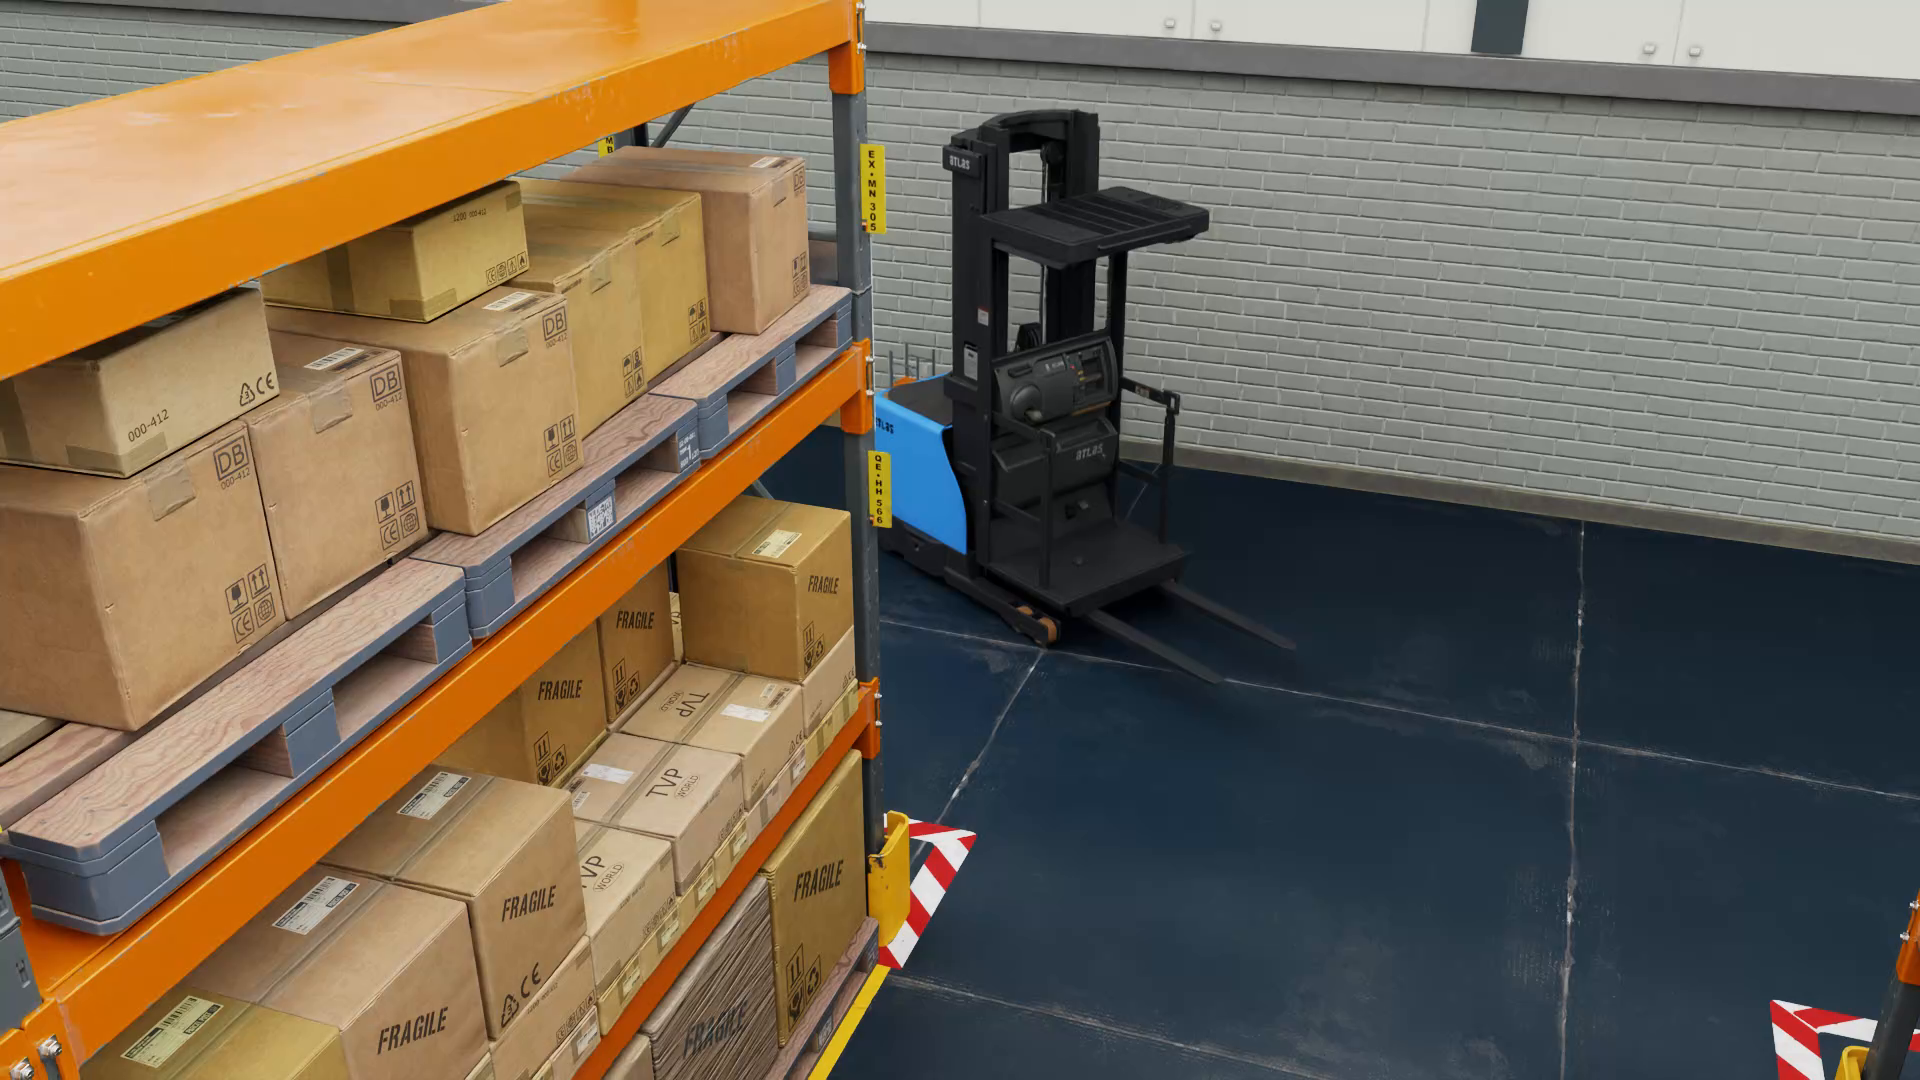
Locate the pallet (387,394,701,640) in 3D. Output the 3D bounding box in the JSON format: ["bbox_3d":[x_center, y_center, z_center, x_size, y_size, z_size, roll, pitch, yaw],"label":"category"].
[{"bbox_3d":[-1.470,-0.158,4.794,1.003,0.211,1.213,9,27,17],"label":"pallet"}]

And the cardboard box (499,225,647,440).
[{"bbox_3d":[-1.378,-0.632,4.959,0.700,0.500,0.500,7,27,14],"label":"cardboard box"}]

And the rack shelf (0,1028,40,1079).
[{"bbox_3d":[-2.825,1.782,1.511,1.077,0.370,4.000,9,27,17],"label":"rack shelf"}]

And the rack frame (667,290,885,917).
[{"bbox_3d":[-0.828,0.343,7.100,1.000,3.000,0.127,9,27,17],"label":"rack frame"}]

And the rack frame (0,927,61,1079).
[{"bbox_3d":[-2.160,1.987,3.705,1.000,3.000,0.127,9,27,17],"label":"rack frame"}]

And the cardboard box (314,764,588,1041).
[{"bbox_3d":[-1.419,1.007,4.698,0.500,0.500,0.500,8,27,16],"label":"cardboard box"}]

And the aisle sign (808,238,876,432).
[{"bbox_3d":[-0.522,-0.813,6.505,0.394,0.787,0.004,9,27,17],"label":"aisle sign"}]

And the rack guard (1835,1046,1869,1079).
[{"bbox_3d":[3.790,2.260,6.009,1.175,0.500,0.348,9,27,17],"label":"rack guard"}]

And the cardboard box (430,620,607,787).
[{"bbox_3d":[-1.576,0.516,5.712,0.500,0.500,0.500,8,27,16],"label":"cardboard box"}]

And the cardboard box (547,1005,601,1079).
[{"bbox_3d":[-1.317,1.494,5.011,0.380,0.149,0.250,9,27,18],"label":"cardboard box"}]

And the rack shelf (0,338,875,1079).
[{"bbox_3d":[-1.494,0.138,4.906,1.077,0.370,4.000,9,27,17],"label":"rack shelf"}]

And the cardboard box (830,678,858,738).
[{"bbox_3d":[-0.636,0.650,6.754,0.380,0.149,0.250,9,27,18],"label":"cardboard box"}]

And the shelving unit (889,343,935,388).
[{"bbox_3d":[-0.320,-0.733,11.386,0.258,1.200,0.189,16,30,30],"label":"shelving unit"}]

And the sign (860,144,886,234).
[{"bbox_3d":[-0.321,-1.286,6.096,0.100,0.325,0.005,9,27,17],"label":"sign"}]

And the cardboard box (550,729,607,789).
[{"bbox_3d":[-1.580,0.855,5.873,0.500,0.250,0.500,8,27,16],"label":"cardboard box"}]

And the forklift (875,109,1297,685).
[{"bbox_3d":[0.716,-0.933,9.813,1.130,2.935,3.031,-19,32,-34],"label":"forklift"}]

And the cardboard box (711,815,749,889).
[{"bbox_3d":[-0.975,1.070,5.887,0.380,0.149,0.250,8,27,16],"label":"cardboard box"}]

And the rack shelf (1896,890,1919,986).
[{"bbox_3d":[3.150,2.249,3.988,1.077,0.370,4.000,9,27,17],"label":"rack shelf"}]

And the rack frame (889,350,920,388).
[{"bbox_3d":[-0.370,-0.699,11.318,0.240,1.200,0.006,16,30,30],"label":"rack frame"}]

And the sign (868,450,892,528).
[{"bbox_3d":[-0.321,-0.201,6.622,0.100,0.325,0.005,9,27,17],"label":"sign"}]

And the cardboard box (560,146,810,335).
[{"bbox_3d":[-0.951,-1.065,5.854,0.700,0.500,0.500,7,27,14],"label":"cardboard box"}]

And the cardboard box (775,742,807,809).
[{"bbox_3d":[-0.806,0.860,6.319,0.380,0.149,0.250,9,27,18],"label":"cardboard box"}]

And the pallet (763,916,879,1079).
[{"bbox_3d":[-1.021,1.938,7.006,1.003,0.211,1.213,9,27,17],"label":"pallet"}]

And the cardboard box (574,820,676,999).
[{"bbox_3d":[-1.247,1.146,5.271,0.500,0.250,0.500,9,27,18],"label":"cardboard box"}]

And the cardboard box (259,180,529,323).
[{"bbox_3d":[-1.510,-0.795,4.436,0.500,0.250,0.500,8,27,16],"label":"cardboard box"}]

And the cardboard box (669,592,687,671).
[{"bbox_3d":[-1.243,0.434,6.741,0.500,0.250,0.500,8,27,16],"label":"cardboard box"}]

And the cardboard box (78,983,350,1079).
[{"bbox_3d":[-1.759,1.423,3.839,0.500,0.500,0.500,9,27,17],"label":"cardboard box"}]

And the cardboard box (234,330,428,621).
[{"bbox_3d":[-1.773,-0.193,4.054,0.700,0.500,0.500,10,28,20],"label":"cardboard box"}]

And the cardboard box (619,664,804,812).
[{"bbox_3d":[-0.909,0.722,6.147,0.500,0.250,0.500,8,27,17],"label":"cardboard box"}]

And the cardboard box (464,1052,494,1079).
[{"bbox_3d":[-1.586,1.561,4.414,0.500,0.250,0.500,9,27,17],"label":"cardboard box"}]

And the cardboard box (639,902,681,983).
[{"bbox_3d":[-1.145,1.278,5.457,0.380,0.149,0.250,9,27,18],"label":"cardboard box"}]

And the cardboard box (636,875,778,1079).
[{"bbox_3d":[-1.269,1.759,6.132,0.875,0.875,0.875,9,27,17],"label":"cardboard box"}]
